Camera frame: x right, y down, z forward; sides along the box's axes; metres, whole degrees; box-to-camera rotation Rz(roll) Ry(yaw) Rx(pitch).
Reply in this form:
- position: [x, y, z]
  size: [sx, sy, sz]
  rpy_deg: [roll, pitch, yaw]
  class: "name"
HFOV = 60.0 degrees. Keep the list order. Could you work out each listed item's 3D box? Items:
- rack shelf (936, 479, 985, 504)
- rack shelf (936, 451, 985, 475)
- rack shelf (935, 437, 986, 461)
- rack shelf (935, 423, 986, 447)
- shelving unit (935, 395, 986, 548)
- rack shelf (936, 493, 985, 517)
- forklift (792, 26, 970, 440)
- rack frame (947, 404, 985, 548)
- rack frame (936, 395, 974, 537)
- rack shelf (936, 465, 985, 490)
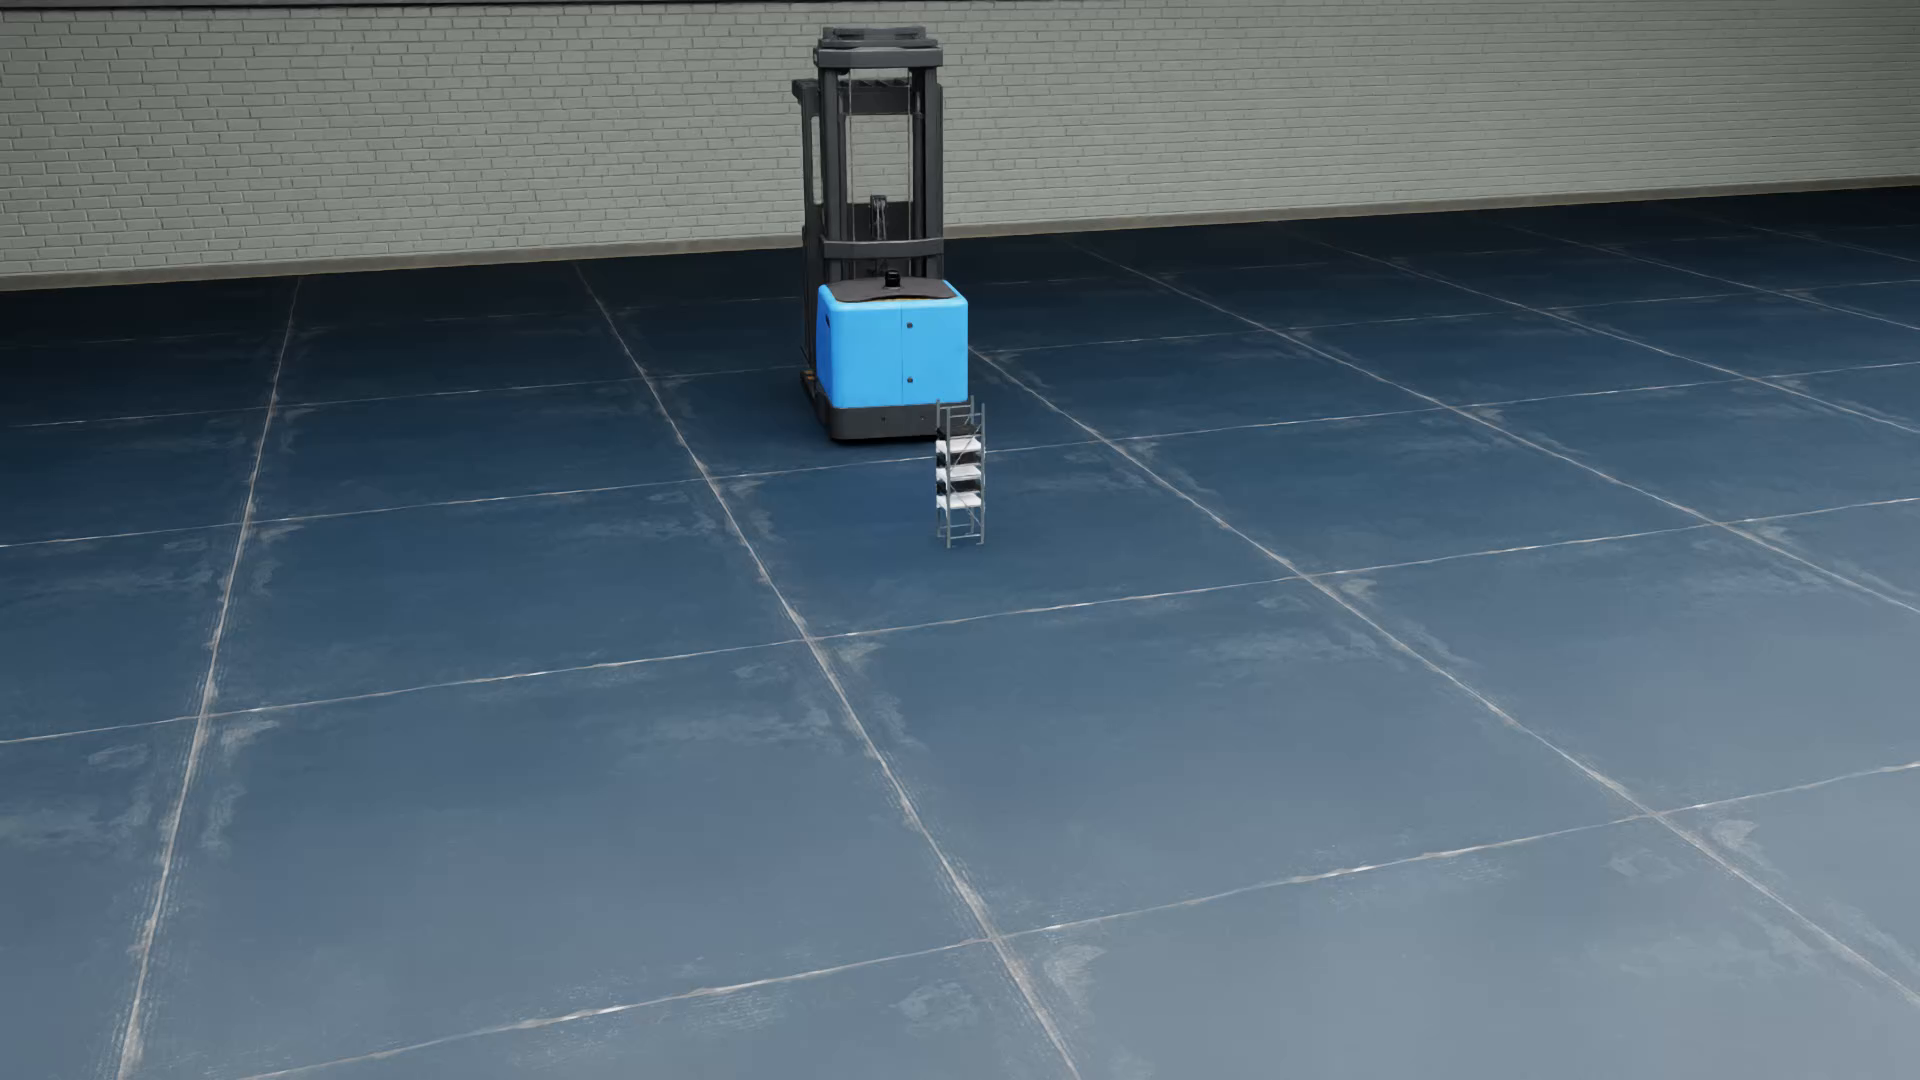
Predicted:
- position: [0.003, -0.305, 10.299]
  size: [0.258, 0.077, 0.200]
  rpy_deg: [-6, 21, -17]
  class: "rack shelf"
- position: [0.003, -0.474, 10.238]
  size: [0.258, 0.077, 0.200]
  rpy_deg: [-6, 21, -17]
  class: "rack shelf"
- position: [0.003, -0.559, 10.208]
  size: [0.258, 0.077, 0.200]
  rpy_deg: [-6, 21, -17]
  class: "rack shelf"
- position: [0.003, -0.644, 10.177]
  size: [0.258, 0.077, 0.200]
  rpy_deg: [-6, 21, -17]
  class: "rack shelf"
- position: [0.003, -0.421, 10.257]
  size: [0.258, 0.900, 0.210]
  rpy_deg: [-6, 21, -17]
  class: "shelving unit"
- position: [0.003, -0.220, 10.329]
  size: [0.258, 0.077, 0.200]
  rpy_deg: [-6, 21, -17]
  class: "rack shelf"
- position: [-0.722, -2.582, 13.270]
  size: [1.130, 2.935, 3.031]
  rpy_deg: [-4, 20, -11]
  class: "forklift"
- position: [0.034, -0.388, 10.166]
  size: [0.240, 0.900, 0.006]
  rpy_deg: [-6, 21, -17]
  class: "rack frame"
- position: [-0.029, -0.454, 10.348]
  size: [0.240, 0.900, 0.006]
  rpy_deg: [-6, 21, -17]
  class: "rack frame"
- position: [0.003, -0.390, 10.268]
  size: [0.258, 0.077, 0.200]
  rpy_deg: [-6, 21, -17]
  class: "rack shelf"
